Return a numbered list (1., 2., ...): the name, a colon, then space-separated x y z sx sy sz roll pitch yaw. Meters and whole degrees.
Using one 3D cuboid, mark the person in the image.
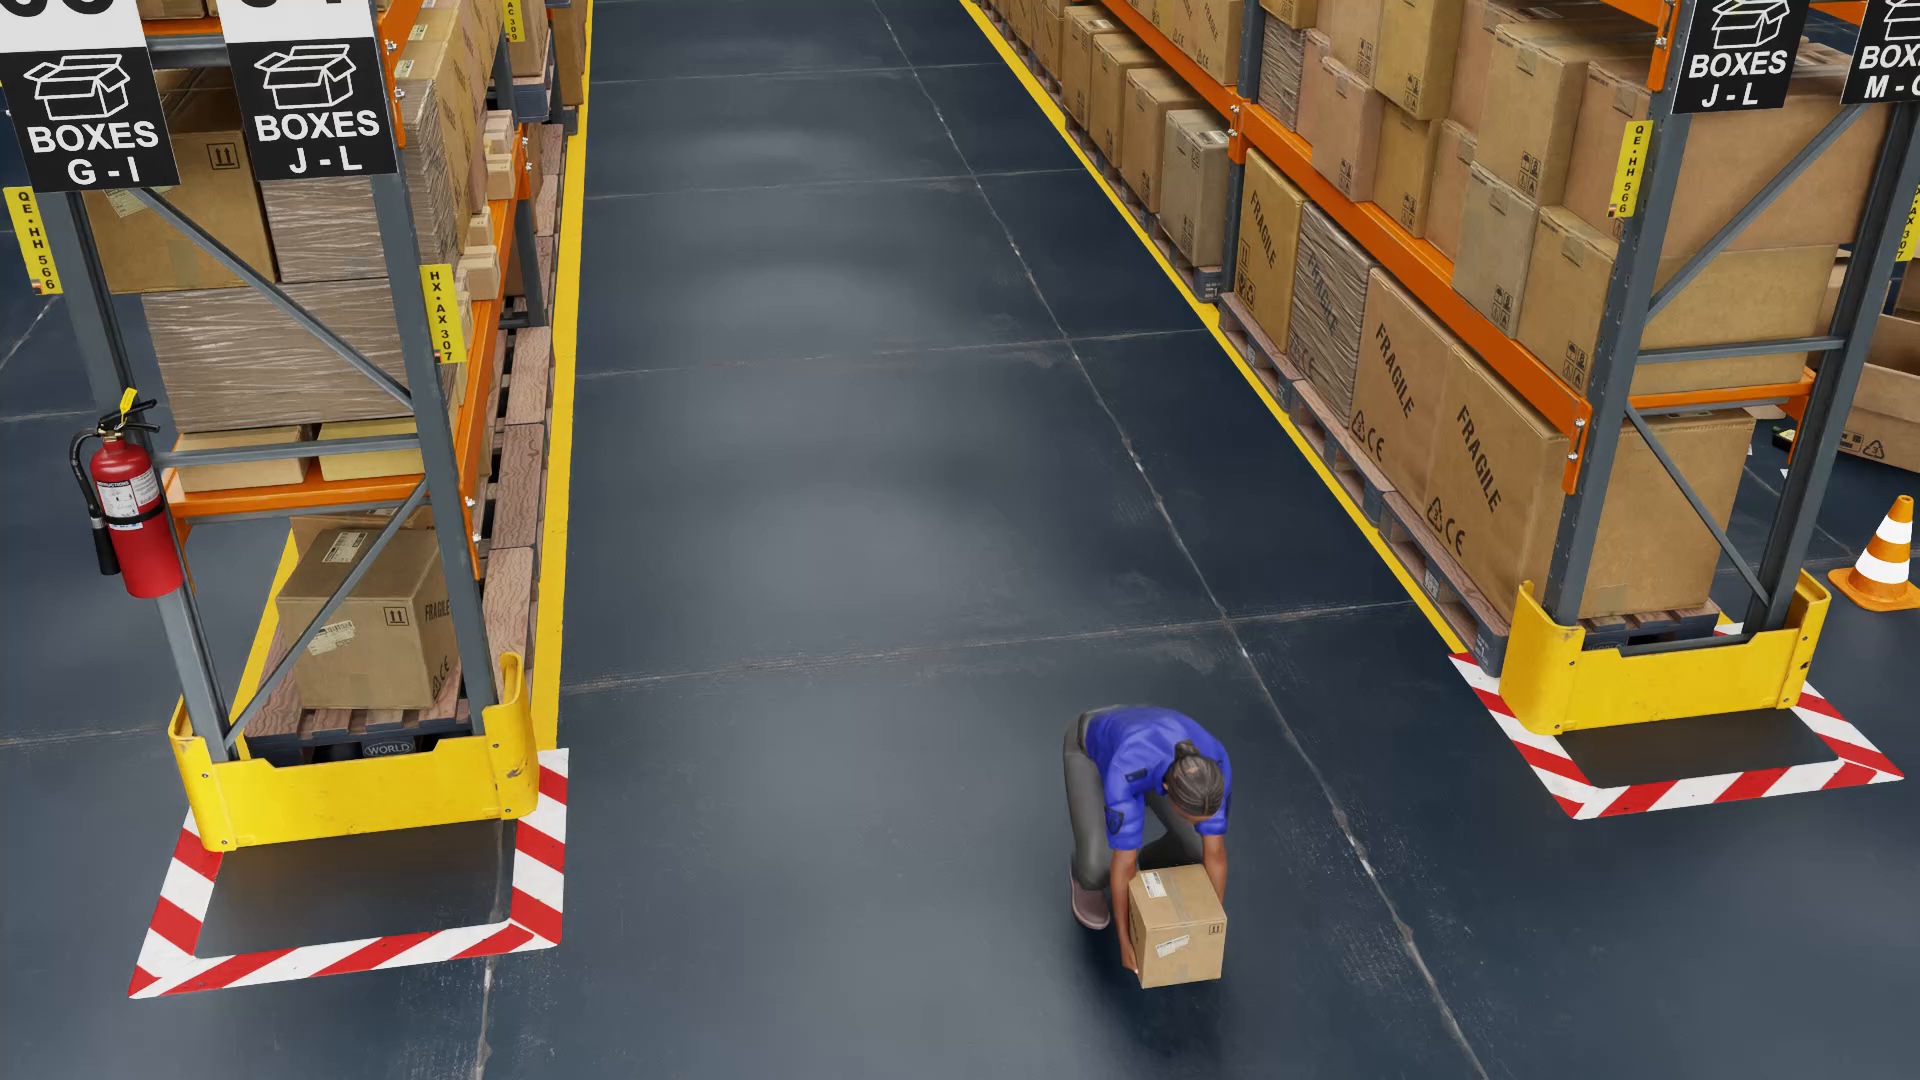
1. person: 0.602 0.897 5.334 0.472 0.948 0.851 -7 31 -11
